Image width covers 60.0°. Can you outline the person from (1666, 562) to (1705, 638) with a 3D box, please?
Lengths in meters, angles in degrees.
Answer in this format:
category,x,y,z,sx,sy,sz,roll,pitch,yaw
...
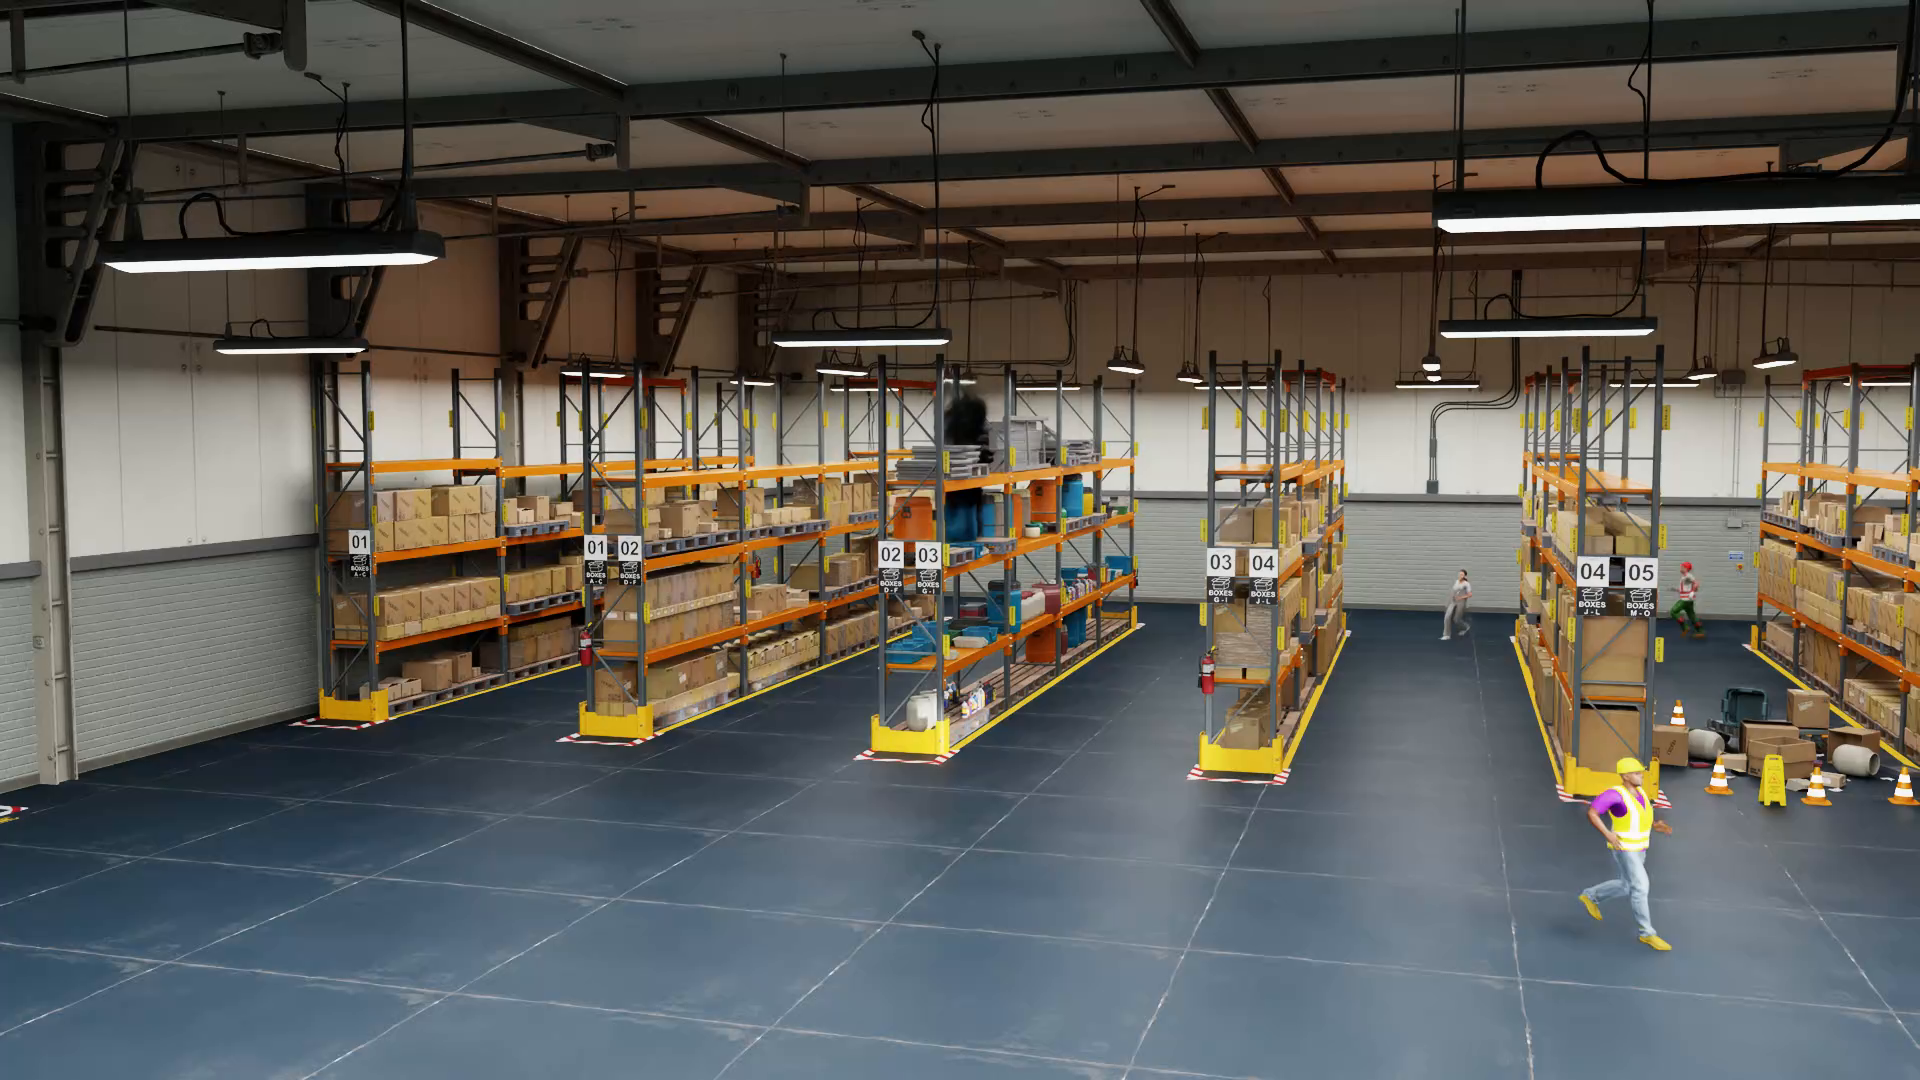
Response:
category,x,y,z,sx,sy,sz,roll,pitch,yaw
person,16.637,1.381,38.110,0.846,1.749,0.679,2,5,27

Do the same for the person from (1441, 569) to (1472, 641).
category,x,y,z,sx,sy,sz,roll,pitch,yaw
person,11.393,1.474,37.901,0.889,1.629,0.609,-3,5,-36

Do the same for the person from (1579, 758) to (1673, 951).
category,x,y,z,sx,sy,sz,roll,pitch,yaw
person,6.422,2.976,16.027,0.700,1.770,0.968,-4,5,-42
